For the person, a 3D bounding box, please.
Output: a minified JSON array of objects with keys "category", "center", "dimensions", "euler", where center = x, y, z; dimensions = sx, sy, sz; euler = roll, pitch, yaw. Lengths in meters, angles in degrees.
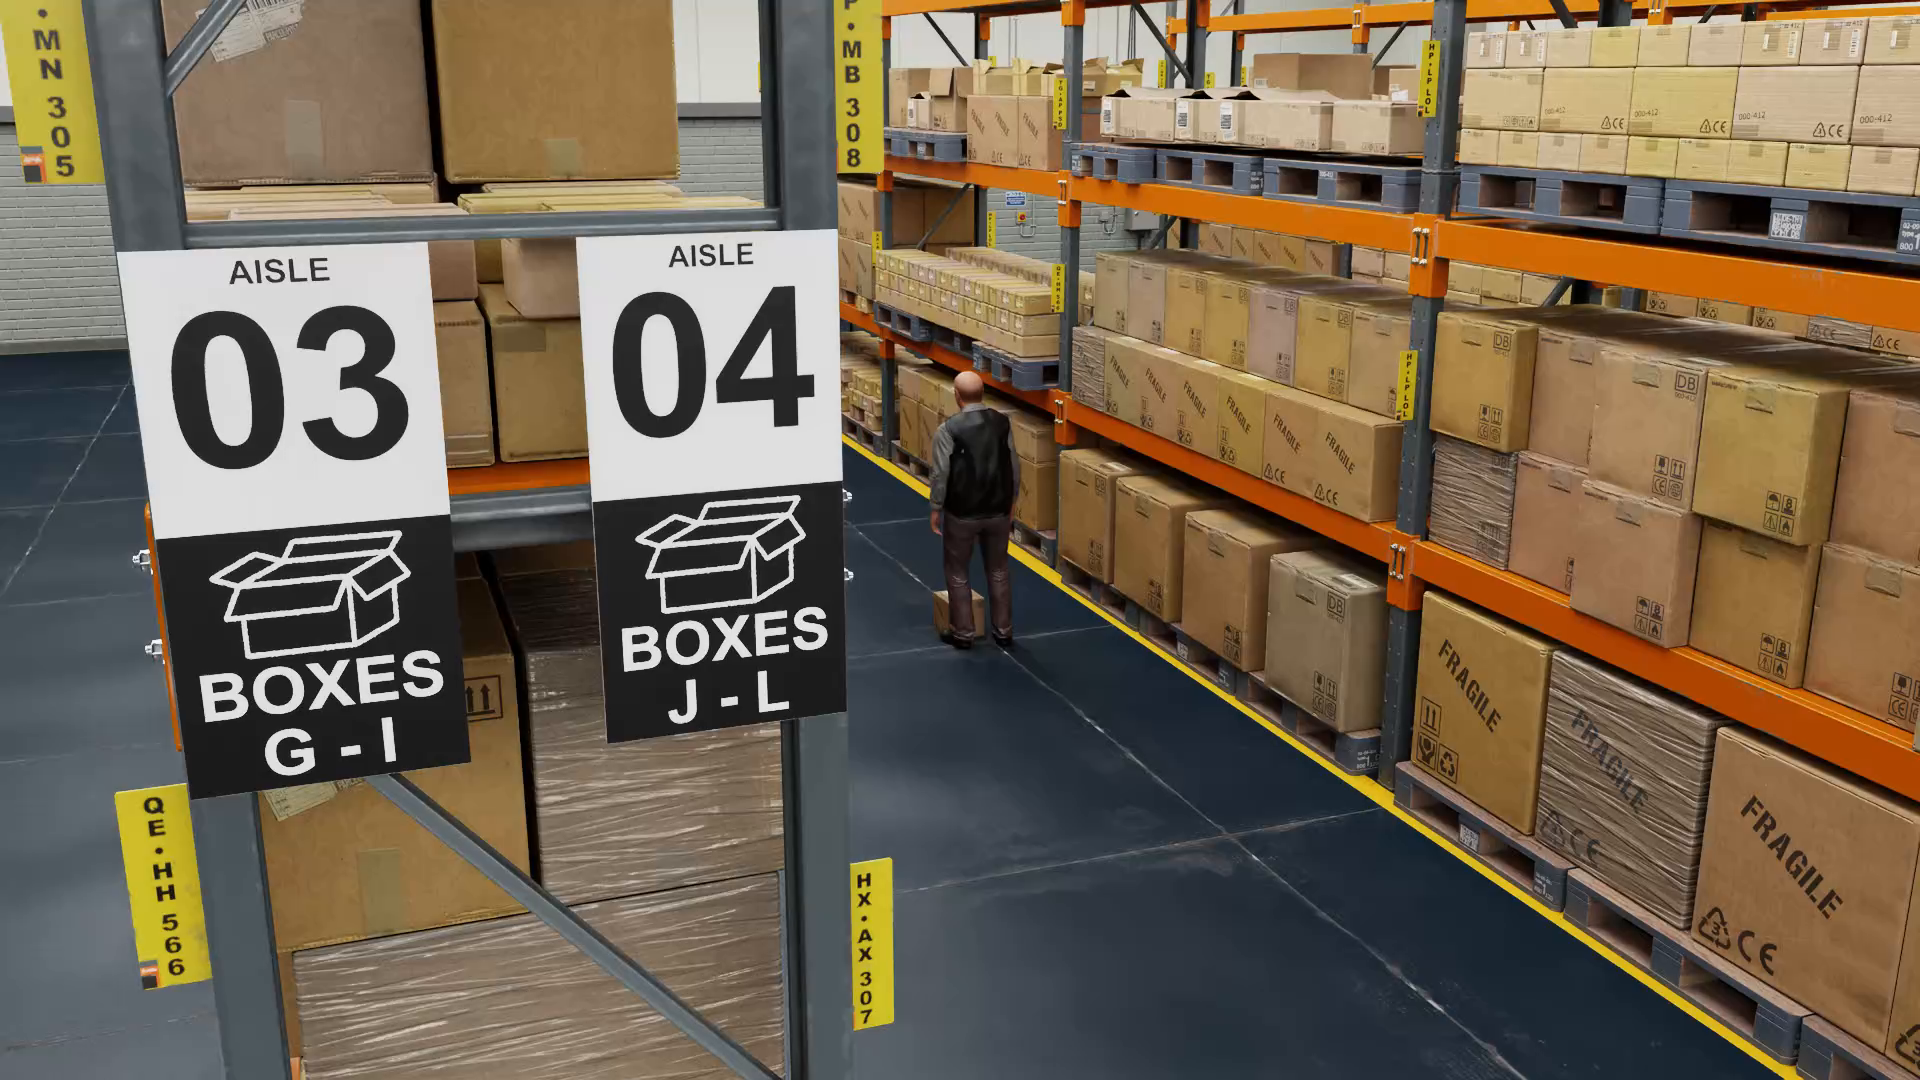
[{"category":"person","center":[0.090,-0.174,10.198],"dimensions":[0.587,1.721,0.462],"euler":[-6,17,-21]}]
